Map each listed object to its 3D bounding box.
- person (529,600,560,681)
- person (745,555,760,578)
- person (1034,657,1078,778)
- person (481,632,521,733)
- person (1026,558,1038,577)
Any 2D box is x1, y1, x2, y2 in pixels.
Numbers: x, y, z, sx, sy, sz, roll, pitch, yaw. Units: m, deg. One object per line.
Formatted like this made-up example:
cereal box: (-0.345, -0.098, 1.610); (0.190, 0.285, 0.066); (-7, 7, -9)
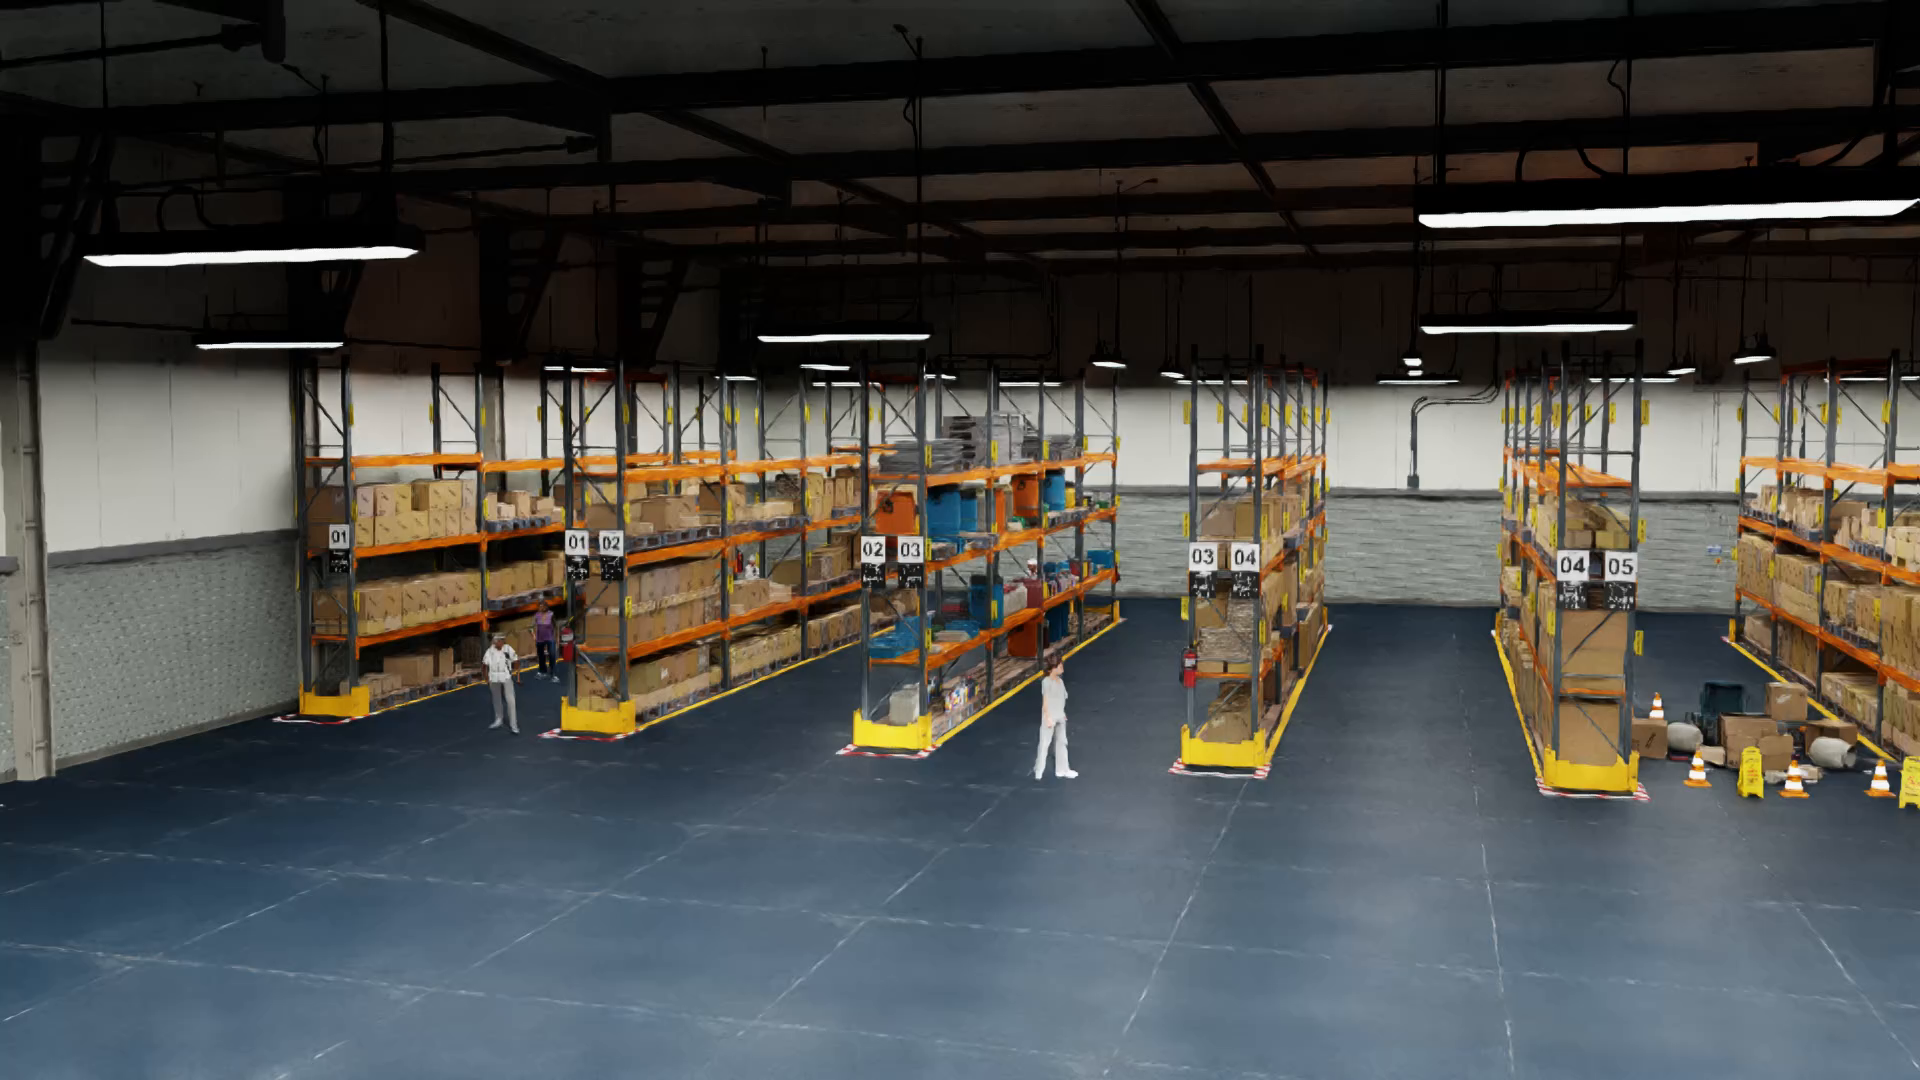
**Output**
person: (-7.811, 1.875, 31.380); (0.562, 1.527, 0.782); (0, 4, -2)
person: (-4.996, 1.161, 40.477); (0.493, 1.606, 1.001); (1, 4, 14)
person: (1.283, 2.445, 22.924); (0.479, 1.673, 0.580); (4, 6, 42)
person: (-7.236, 2.215, 26.356); (0.621, 1.606, 0.828); (0, 4, -1)
person: (1.691, 1.288, 37.872); (0.689, 1.758, 0.634); (-4, 6, -41)
